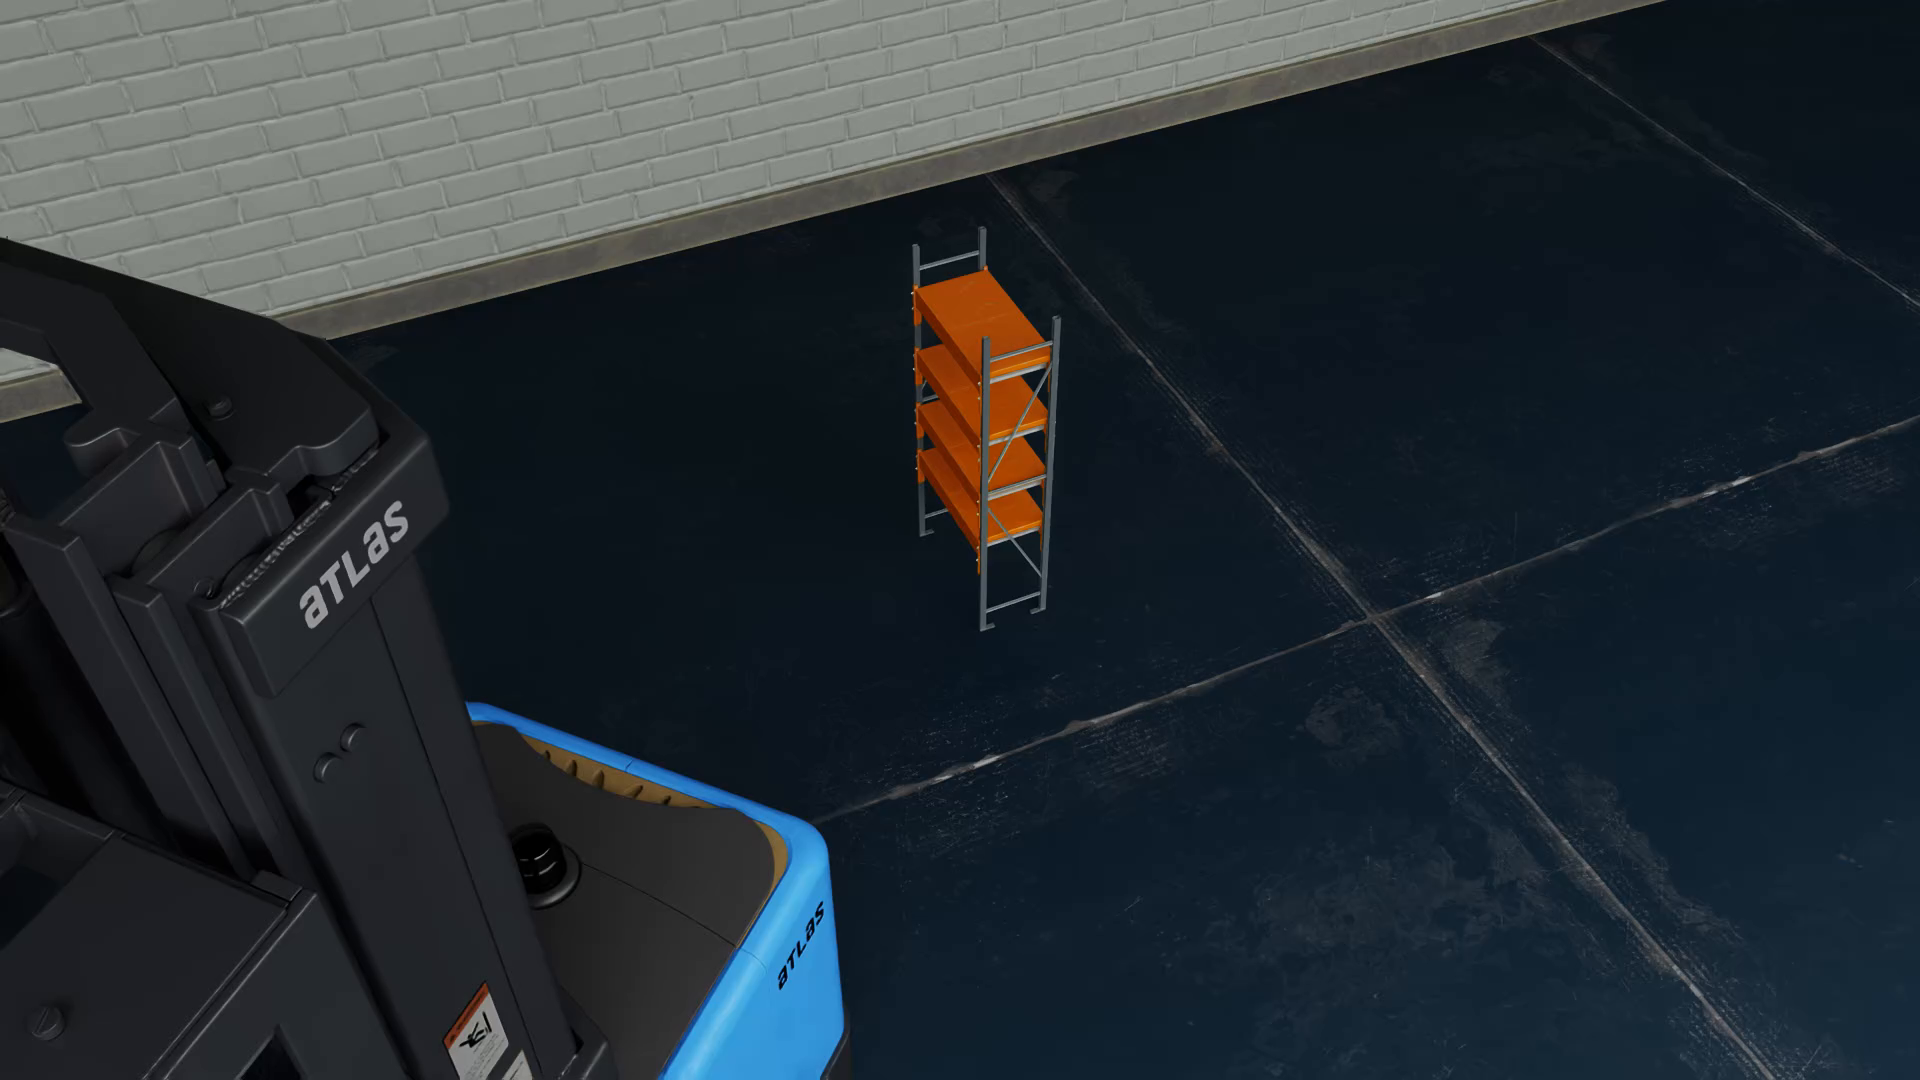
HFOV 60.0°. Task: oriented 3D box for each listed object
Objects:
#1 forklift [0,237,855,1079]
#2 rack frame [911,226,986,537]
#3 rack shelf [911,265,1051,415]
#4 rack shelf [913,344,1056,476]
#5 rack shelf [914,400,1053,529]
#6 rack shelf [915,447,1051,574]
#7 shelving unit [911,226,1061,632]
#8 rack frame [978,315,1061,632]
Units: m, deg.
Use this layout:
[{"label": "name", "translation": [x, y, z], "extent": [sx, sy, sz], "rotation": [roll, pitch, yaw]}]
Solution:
[{"label": "forklift", "translation": [-1.320, 1.162, 2.486], "extent": [1.130, 2.935, 3.031], "rotation": [17, 47, 16]}, {"label": "rack frame", "translation": [-0.033, -0.477, 5.379], "extent": [0.240, 1.200, 0.015], "rotation": [-18, 47, -17]}, {"label": "rack shelf", "translation": [0.070, -0.601, 4.946], "extent": [0.258, 0.148, 0.480], "rotation": [-18, 47, -17]}, {"label": "rack shelf", "translation": [0.070, -0.433, 5.112], "extent": [0.258, 0.148, 0.480], "rotation": [-18, 47, -17]}, {"label": "rack shelf", "translation": [0.070, -0.274, 5.269], "extent": [0.258, 0.148, 0.480], "rotation": [-18, 47, -17]}, {"label": "rack shelf", "translation": [0.070, -0.132, 5.408], "extent": [0.258, 0.148, 0.480], "rotation": [-18, 47, -17]}, {"label": "shelving unit", "translation": [0.070, -0.322, 5.222], "extent": [0.258, 1.200, 0.503], "rotation": [-18, 47, -17]}, {"label": "rack frame", "translation": [0.172, -0.166, 5.064], "extent": [0.240, 1.200, 0.015], "rotation": [-18, 47, -17]}]
